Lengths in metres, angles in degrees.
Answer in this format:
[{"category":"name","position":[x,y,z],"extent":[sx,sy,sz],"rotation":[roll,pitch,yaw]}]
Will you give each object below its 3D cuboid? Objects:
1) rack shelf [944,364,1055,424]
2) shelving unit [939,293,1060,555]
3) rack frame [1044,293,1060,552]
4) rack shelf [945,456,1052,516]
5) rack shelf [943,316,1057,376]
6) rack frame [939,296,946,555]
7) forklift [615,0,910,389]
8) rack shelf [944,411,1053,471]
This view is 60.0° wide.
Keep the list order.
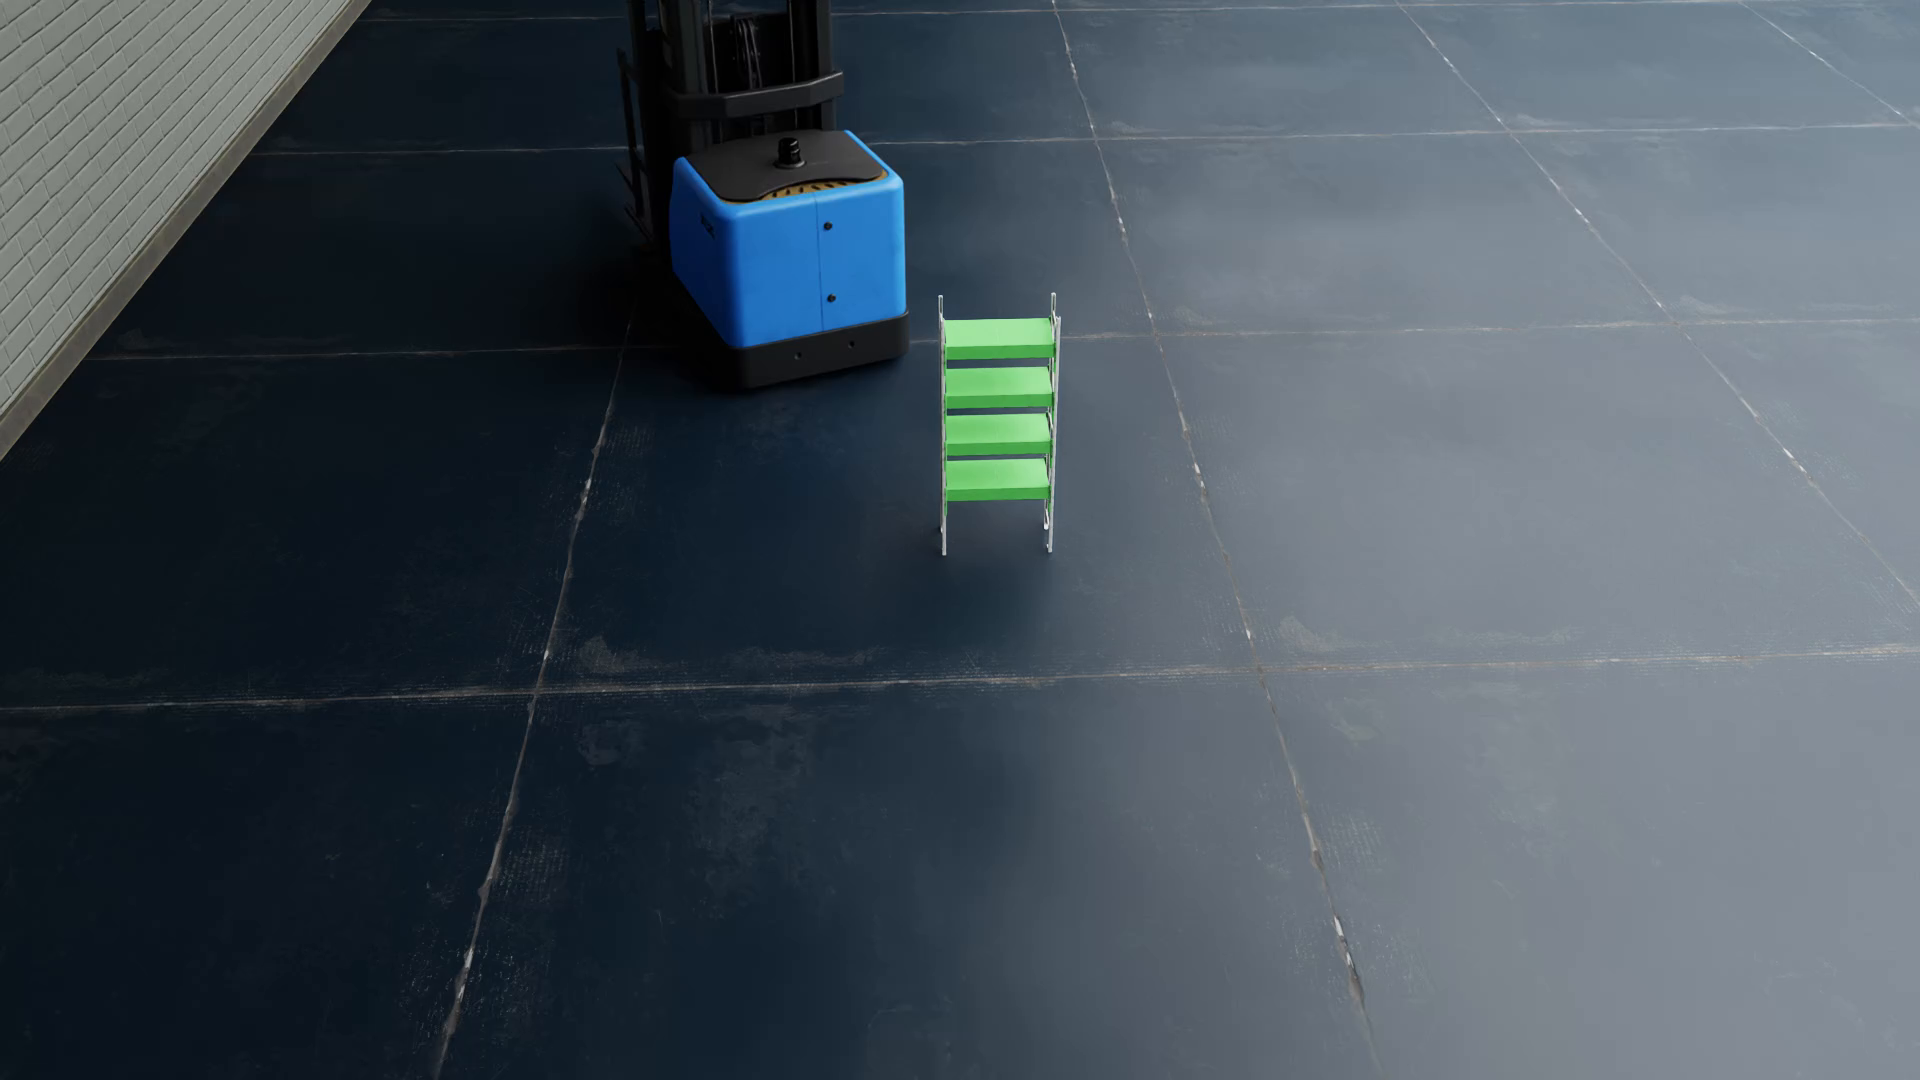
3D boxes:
[{"category":"rack shelf","position":[0.165,-0.643,7.315],"extent":[0.480,0.148,0.258],"rotation":[-2,35,-2]},{"category":"shelving unit","position":[0.165,-0.498,7.415],"extent":[0.503,1.200,0.258],"rotation":[-2,35,-2]},{"category":"rack frame","position":[0.409,-0.504,7.424],"extent":[0.015,1.200,0.240],"rotation":[-2,35,-2]},{"category":"rack shelf","position":[0.165,-0.248,7.588],"extent":[0.480,0.148,0.258],"rotation":[-2,35,-2]},{"category":"rack shelf","position":[0.165,-0.840,7.178],"extent":[0.480,0.148,0.258],"rotation":[-2,35,-2]},{"category":"rack frame","position":[-0.078,-0.491,7.405],"extent":[0.015,1.200,0.240],"rotation":[-2,35,-2]},{"category":"forklift","position":[-1.345,-2.830,9.263],"extent":[1.130,2.935,3.031],"rotation":[-14,37,-20]},{"category":"rack shelf","position":[0.165,-0.445,7.451],"extent":[0.480,0.148,0.258],"rotation":[-2,35,-2]}]
